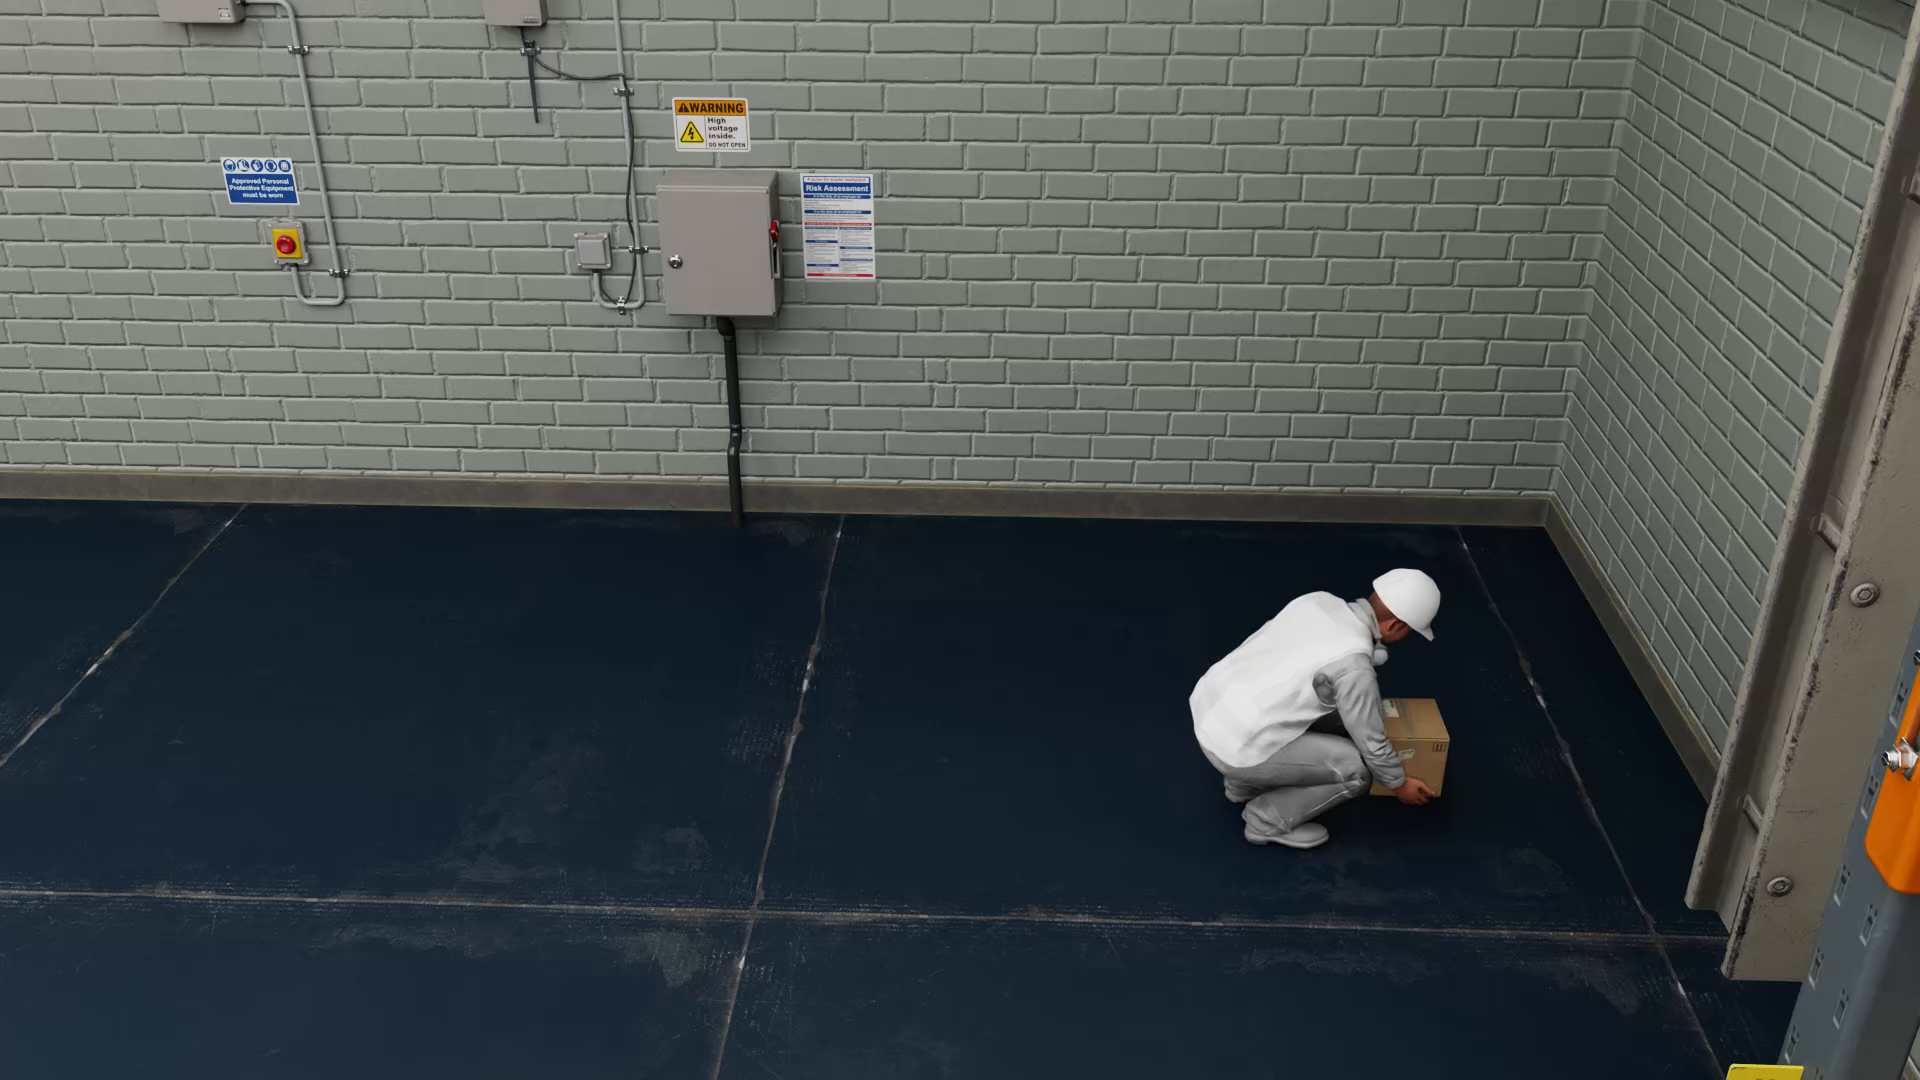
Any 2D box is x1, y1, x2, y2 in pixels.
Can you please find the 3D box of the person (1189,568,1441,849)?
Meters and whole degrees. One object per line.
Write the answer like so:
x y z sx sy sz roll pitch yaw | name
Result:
1.241 0.569 5.843 0.848 1.011 0.537 1 28 2 | person
